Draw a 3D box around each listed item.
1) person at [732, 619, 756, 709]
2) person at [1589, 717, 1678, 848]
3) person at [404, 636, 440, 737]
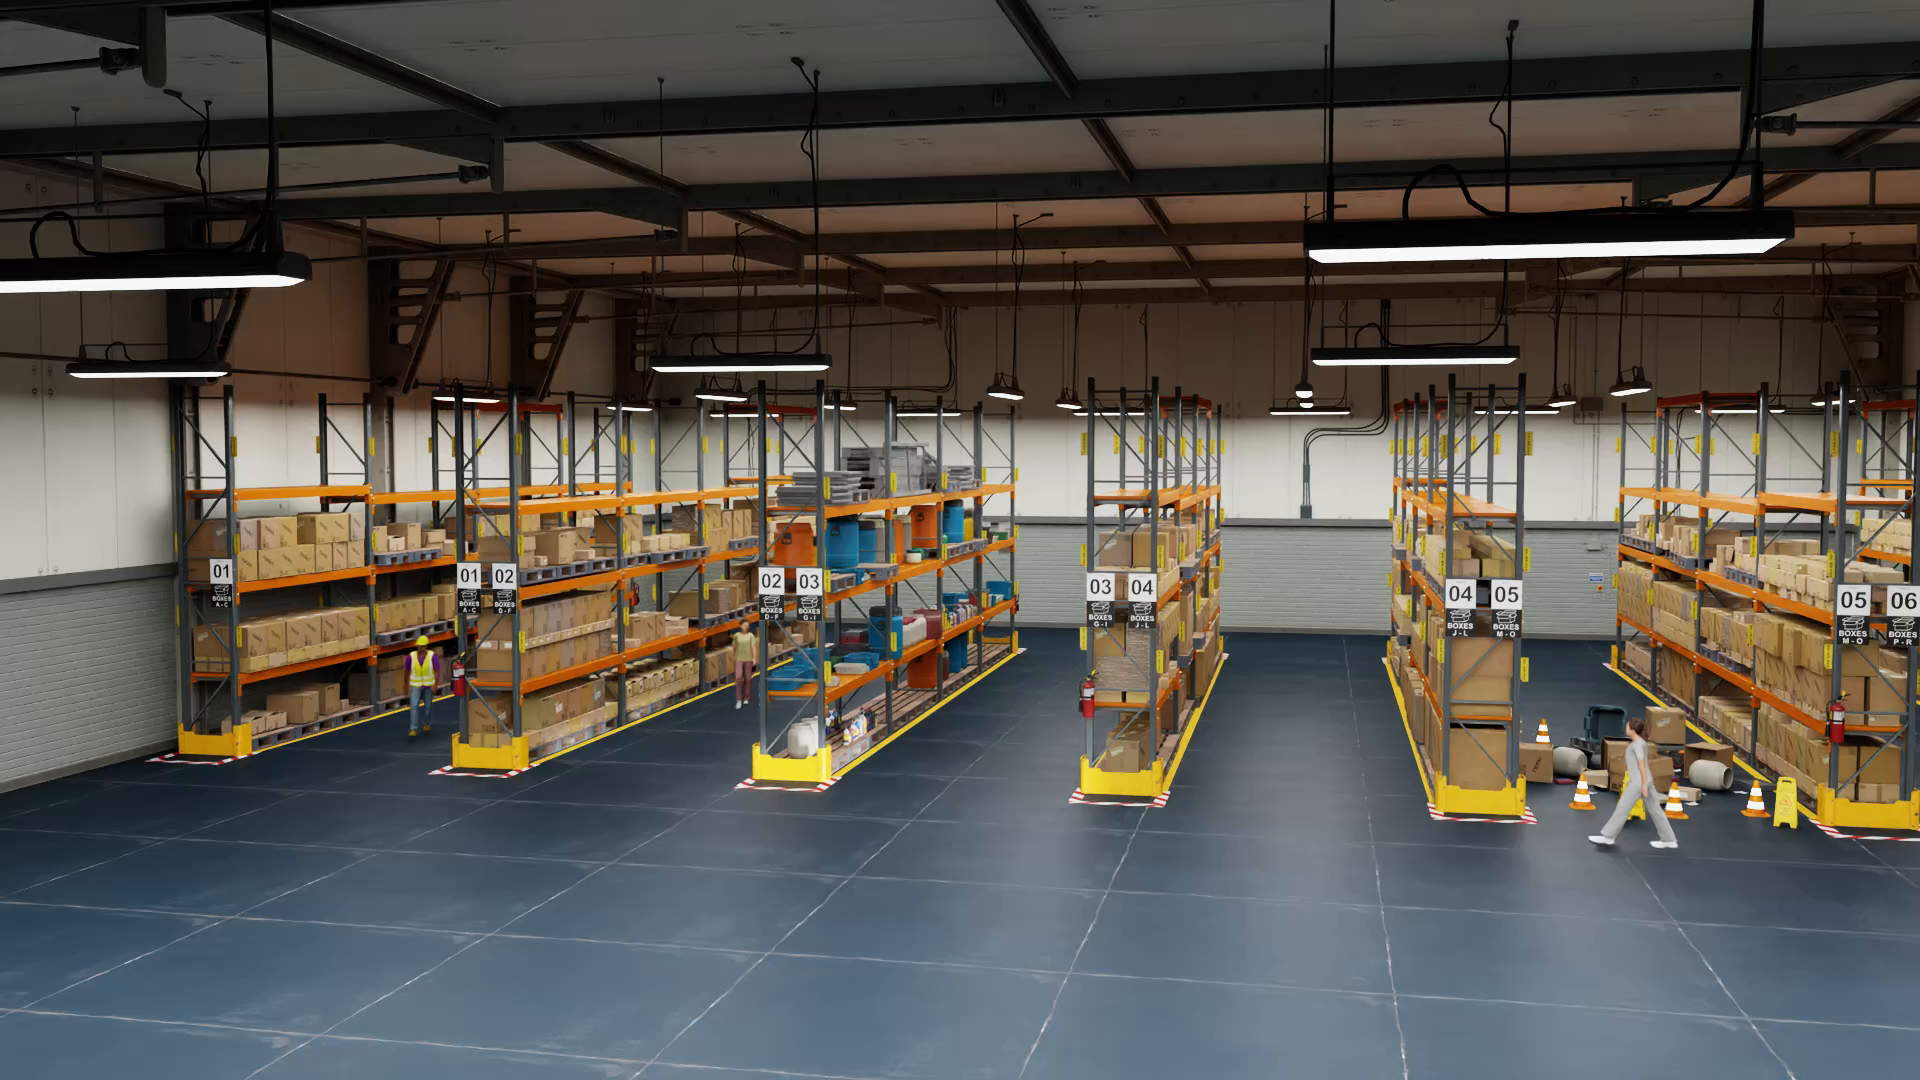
[{"bbox_3d":[-4.160,2.380,32.147,0.464,1.677,0.721,-1,3,-13],"label":"person"},{"bbox_3d":[8.413,3.011,20.733,1.023,1.598,0.491,2,4,29],"label":"person"},{"bbox_3d":[-9.286,2.507,28.715,0.591,1.705,1.033,-1,3,-21],"label":"person"}]
